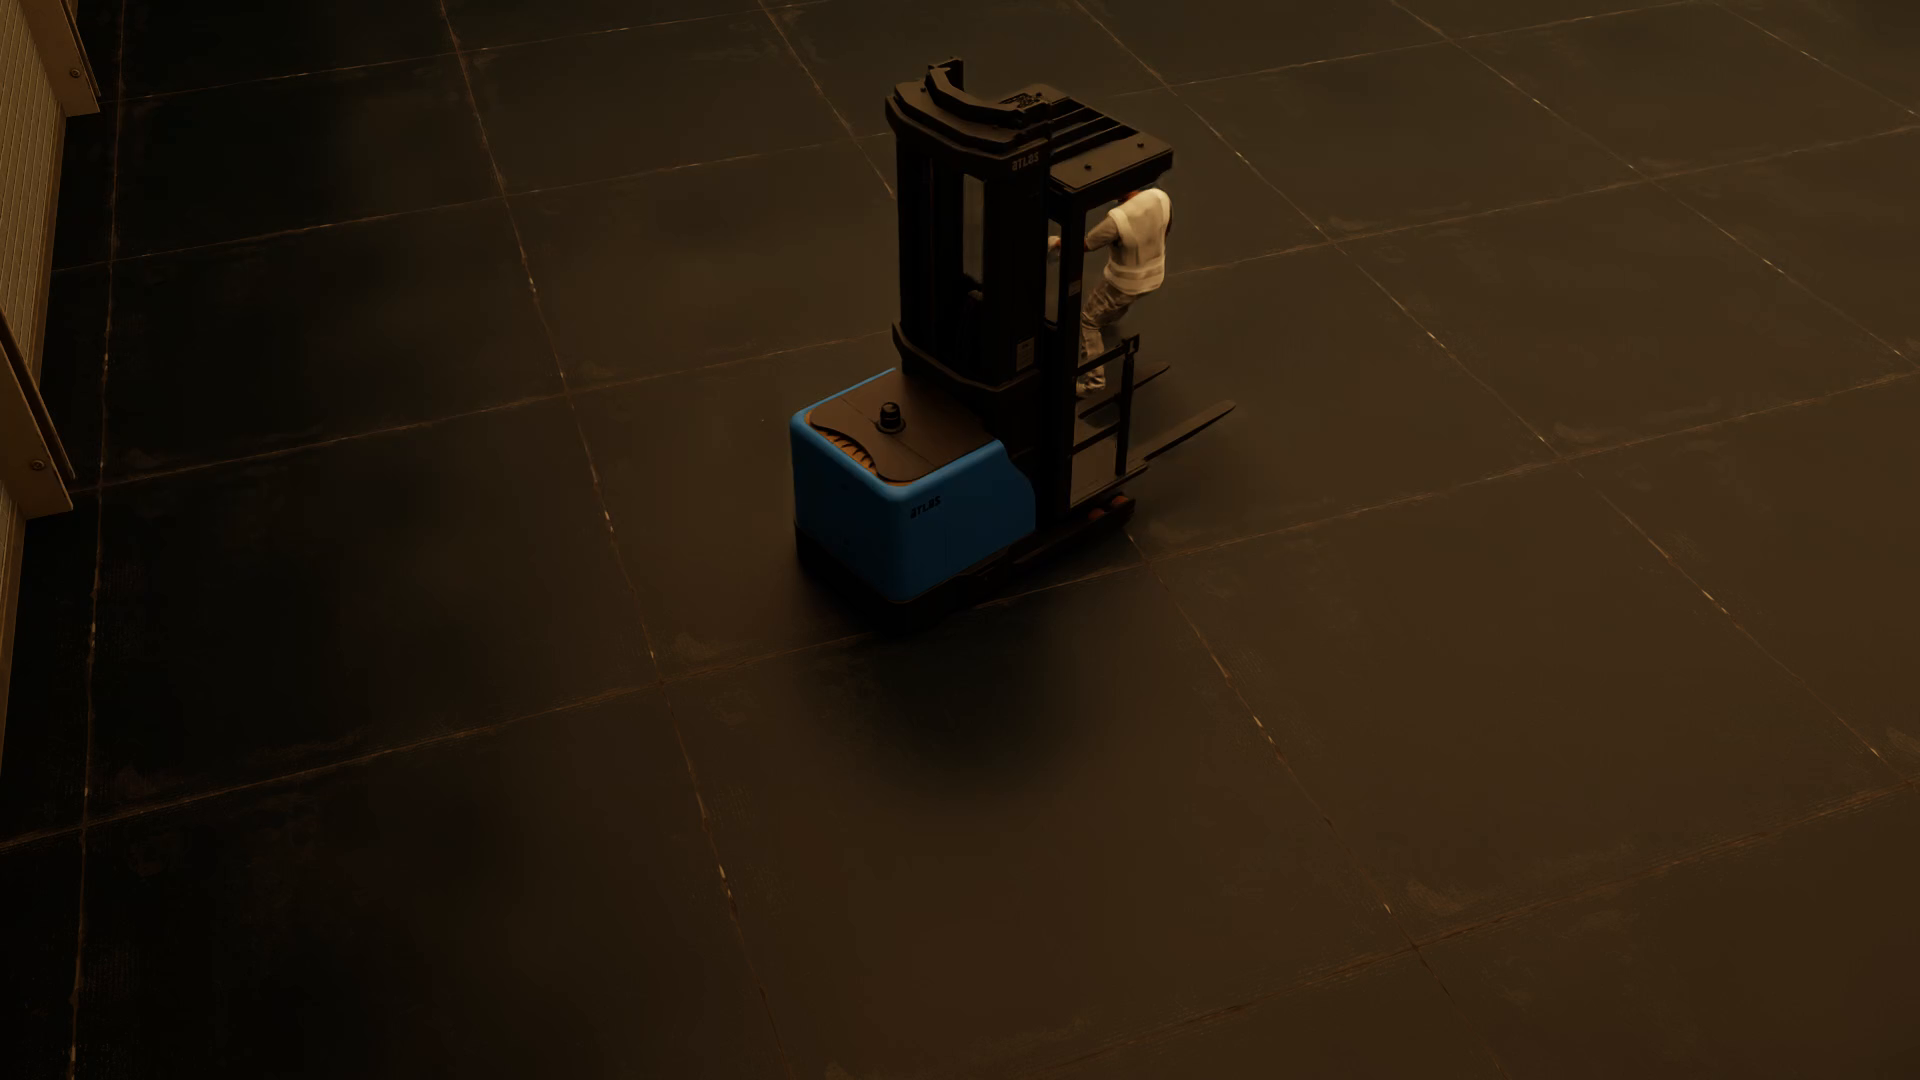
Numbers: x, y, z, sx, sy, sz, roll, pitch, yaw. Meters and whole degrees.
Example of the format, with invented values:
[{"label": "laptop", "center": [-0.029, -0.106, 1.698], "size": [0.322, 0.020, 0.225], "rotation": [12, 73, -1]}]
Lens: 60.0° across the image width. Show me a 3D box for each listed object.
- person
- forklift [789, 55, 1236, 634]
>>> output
[{"label": "person", "center": [0.970, -1.932, 11.369], "size": [0.990, 1.581, 1.007], "rotation": [-25, 46, -27]}, {"label": "forklift", "center": [0.460, -1.385, 9.646], "size": [3.031, 2.935, 1.130], "rotation": [-29, 48, -30]}]
